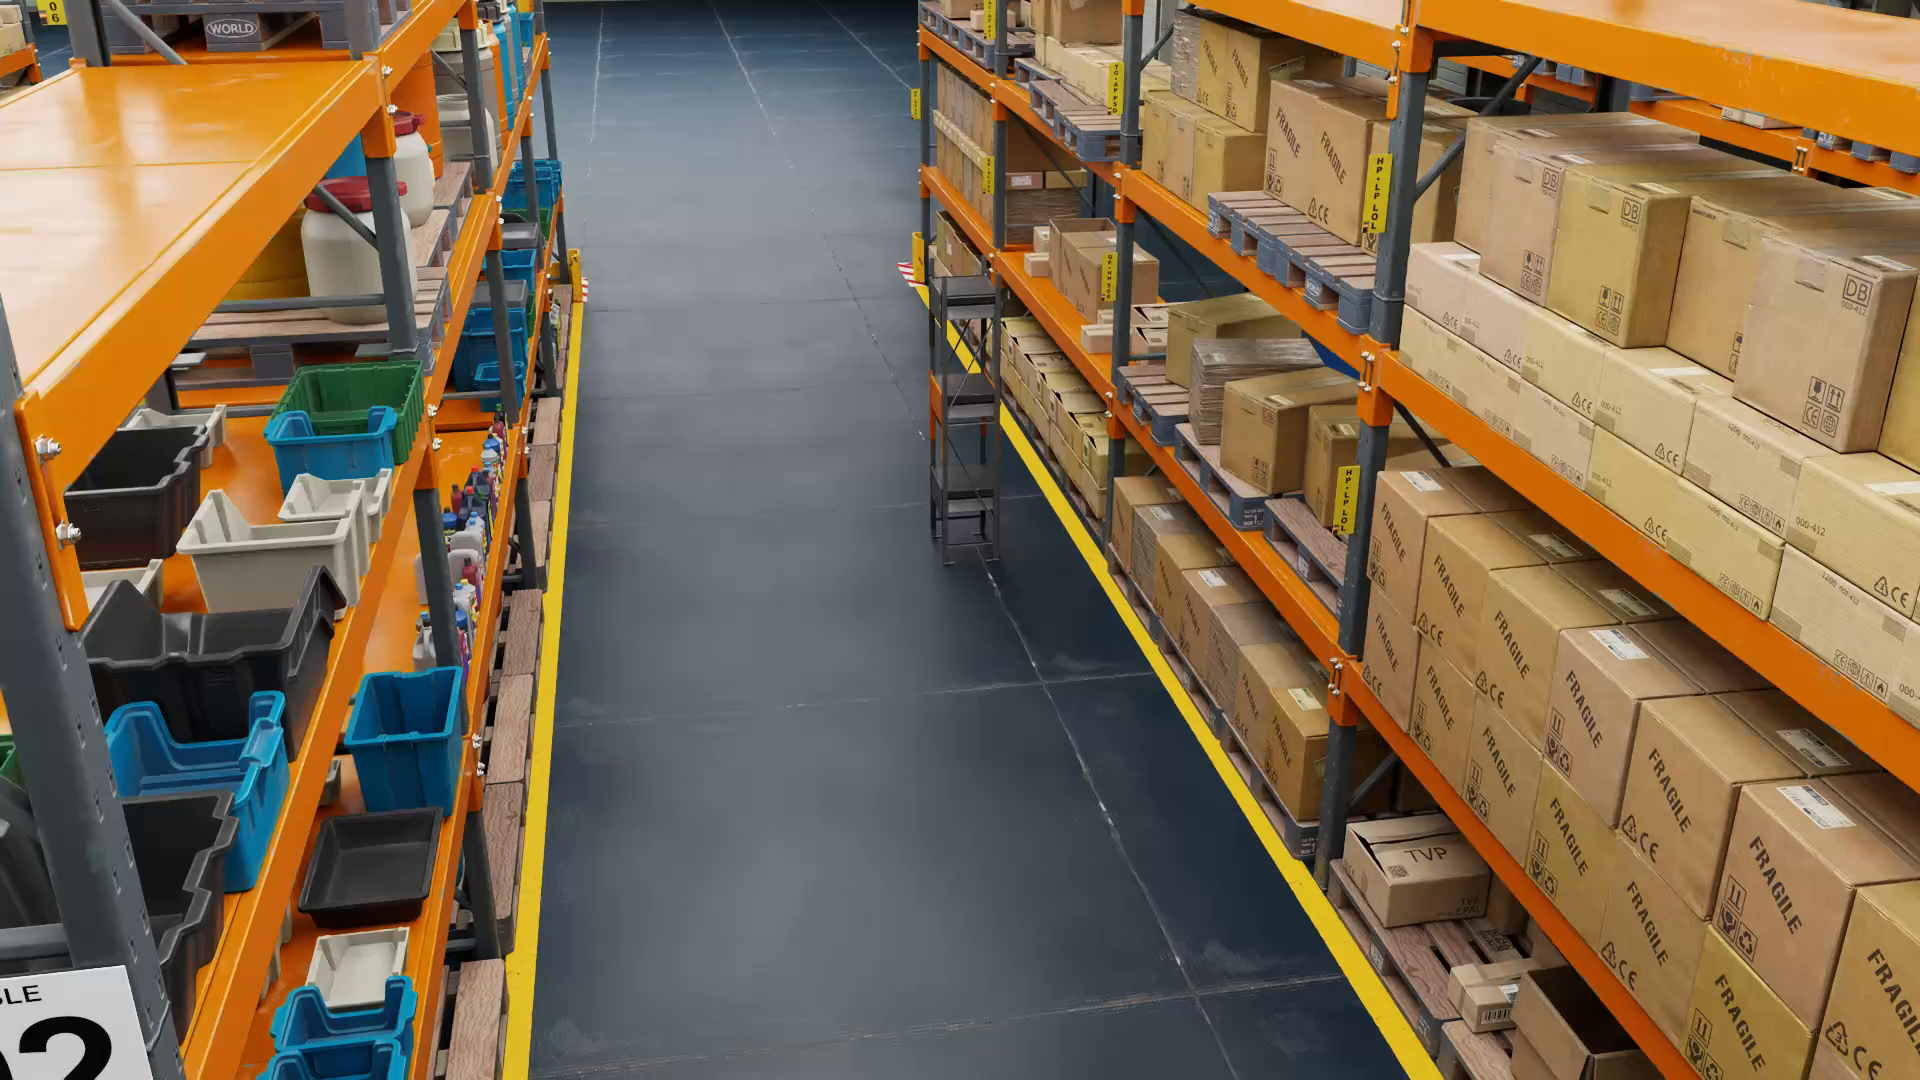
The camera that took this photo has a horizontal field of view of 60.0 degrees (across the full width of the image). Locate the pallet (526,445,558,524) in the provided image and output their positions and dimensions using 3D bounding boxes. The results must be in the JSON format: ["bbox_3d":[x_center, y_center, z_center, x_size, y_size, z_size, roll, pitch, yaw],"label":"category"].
[{"bbox_3d":[-3.658,-0.405,12.914,1.003,0.211,1.213,-4,24,-10],"label":"pallet"}]

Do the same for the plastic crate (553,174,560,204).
[{"bbox_3d":[-4.309,-3.545,16.804,0.499,0.251,0.408,-4,24,-10],"label":"plastic crate"}]

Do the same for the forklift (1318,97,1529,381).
[{"bbox_3d":[4.038,-1.759,12.615,1.130,2.935,3.031,-10,25,-22],"label":"forklift"}]

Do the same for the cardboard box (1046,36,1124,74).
[{"bbox_3d":[1.007,-3.875,13.288,0.500,0.250,0.500,-7,24,-15],"label":"cardboard box"}]

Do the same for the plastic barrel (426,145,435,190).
[{"bbox_3d":[-2.988,-1.989,8.958,0.301,0.262,0.301,0,24,0],"label":"plastic barrel"}]

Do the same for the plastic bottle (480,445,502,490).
[{"bbox_3d":[-2.718,-0.419,9.623,0.097,0.271,0.097,0,24,0],"label":"plastic bottle"}]

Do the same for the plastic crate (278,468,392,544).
[{"bbox_3d":[-1.982,-0.105,5.324,0.293,0.136,0.466,-4,24,-10],"label":"plastic crate"}]

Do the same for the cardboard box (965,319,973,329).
[{"bbox_3d":[0.308,-2.327,16.740,0.500,0.250,0.500,-4,24,-10],"label":"cardboard box"}]

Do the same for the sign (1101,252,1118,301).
[{"bbox_3d":[0.993,-1.750,11.062,0.100,0.325,0.005,-4,24,-10],"label":"sign"}]

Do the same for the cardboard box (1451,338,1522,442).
[{"bbox_3d":[2.213,-0.588,6.288,0.500,0.250,0.500,-4,24,-10],"label":"cardboard box"}]

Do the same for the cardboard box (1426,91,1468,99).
[{"bbox_3d":[5.306,-4.692,18.471,0.500,0.500,0.500,-4,24,-9],"label":"cardboard box"}]

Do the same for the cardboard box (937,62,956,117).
[{"bbox_3d":[0.142,-4.843,17.846,0.700,0.500,0.500,-4,24,-10],"label":"cardboard box"}]

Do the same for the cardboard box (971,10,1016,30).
[{"bbox_3d":[0.307,-4.805,15.371,0.380,0.149,0.250,-4,24,-10],"label":"cardboard box"}]

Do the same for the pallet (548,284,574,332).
[{"bbox_3d":[-4.604,-2.419,17.525,1.003,0.211,1.213,-4,24,-10],"label":"pallet"}]

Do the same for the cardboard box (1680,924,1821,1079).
[{"bbox_3d":[2.568,1.479,4.990,0.500,0.500,0.500,-4,24,-9],"label":"cardboard box"}]

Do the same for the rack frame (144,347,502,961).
[{"bbox_3d":[-2.591,0.677,6.953,1.000,3.000,0.127,-4,24,-10],"label":"rack frame"}]

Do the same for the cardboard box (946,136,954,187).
[{"bbox_3d":[0.234,-4.063,17.681,0.700,0.500,0.500,-4,24,-8],"label":"cardboard box"}]

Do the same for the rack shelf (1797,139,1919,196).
[{"bbox_3d":[6.776,-1.888,9.976,1.077,0.370,4.000,-4,24,-10],"label":"rack shelf"}]

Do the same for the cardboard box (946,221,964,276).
[{"bbox_3d":[0.139,-3.065,17.493,0.500,0.500,0.500,-4,24,-10],"label":"cardboard box"}]

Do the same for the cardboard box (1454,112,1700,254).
[{"bbox_3d":[2.405,-1.379,6.537,0.700,0.500,0.500,-4,24,-10],"label":"cardboard box"}]

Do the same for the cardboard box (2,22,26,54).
[{"bbox_3d":[-9.338,-4.812,15.959,0.500,0.250,0.500,-4,24,-9],"label":"cardboard box"}]

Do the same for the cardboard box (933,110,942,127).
[{"bbox_3d":[-0.080,-4.581,18.056,0.380,0.149,0.250,-4,24,-10],"label":"cardboard box"}]

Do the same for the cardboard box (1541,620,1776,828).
[{"bbox_3d":[2.375,0.622,5.704,0.500,0.500,0.500,-4,24,-8],"label":"cardboard box"}]

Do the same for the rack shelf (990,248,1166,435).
[{"bbox_3d":[1.168,-1.719,13.336,1.077,0.370,4.000,-4,24,-10],"label":"rack shelf"}]

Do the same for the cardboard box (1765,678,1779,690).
[{"bbox_3d":[2.908,0.585,5.789,0.500,0.500,0.500,-5,24,-10],"label":"cardboard box"}]

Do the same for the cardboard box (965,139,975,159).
[{"bbox_3d":[0.252,-3.873,16.435,0.380,0.149,0.250,-4,24,-8],"label":"cardboard box"}]

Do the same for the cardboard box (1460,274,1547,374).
[{"bbox_3d":[2.218,-0.817,6.188,0.500,0.250,0.500,-4,24,-10],"label":"cardboard box"}]

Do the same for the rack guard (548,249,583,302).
[{"bbox_3d":[-4.749,-2.871,18.200,1.175,0.500,0.348,-4,24,-10],"label":"rack guard"}]

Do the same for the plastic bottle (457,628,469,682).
[{"bbox_3d":[-2.264,0.502,7.499,0.061,0.283,0.133,-4,24,-10],"label":"plastic bottle"}]

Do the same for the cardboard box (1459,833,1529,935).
[{"bbox_3d":[2.662,1.459,7.736,0.500,0.500,0.500,-4,24,-10],"label":"cardboard box"}]

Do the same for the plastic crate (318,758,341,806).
[{"bbox_3d":[-2.645,0.964,6.550,0.396,0.136,0.243,-4,24,-10],"label":"plastic crate"}]

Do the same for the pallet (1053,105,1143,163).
[{"bbox_3d":[1.325,-2.810,11.425,1.213,0.211,1.003,-3,24,-7],"label":"pallet"}]

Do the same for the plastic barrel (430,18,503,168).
[{"bbox_3d":[-3.269,-2.840,10.631,0.600,0.901,0.600,0,24,0],"label":"plastic barrel"}]

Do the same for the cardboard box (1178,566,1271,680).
[{"bbox_3d":[1.633,0.490,9.953,0.500,0.500,0.500,-5,24,-12],"label":"cardboard box"}]

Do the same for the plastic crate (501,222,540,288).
[{"bbox_3d":[-3.680,-2.331,13.761,0.402,0.464,0.583,-4,24,-10],"label":"plastic crate"}]

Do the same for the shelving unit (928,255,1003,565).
[{"bbox_3d":[0.031,-0.897,11.681,0.431,2.100,0.503,-4,24,-10],"label":"shelving unit"}]

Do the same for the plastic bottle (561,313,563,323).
[{"bbox_3d":[-4.039,-2.273,16.652,0.097,0.201,0.097,0,24,0],"label":"plastic bottle"}]

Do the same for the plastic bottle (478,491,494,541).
[{"bbox_3d":[-2.566,-0.141,8.971,0.061,0.283,0.133,-4,24,-10],"label":"plastic bottle"}]

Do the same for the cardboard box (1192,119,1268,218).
[{"bbox_3d":[1.842,-2.108,9.456,0.910,0.500,0.500,-4,24,-10],"label":"cardboard box"}]

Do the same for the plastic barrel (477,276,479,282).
[{"bbox_3d":[-4.296,-2.525,13.658,0.600,0.901,0.708,-4,24,-10],"label":"plastic barrel"}]

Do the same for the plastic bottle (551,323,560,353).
[{"bbox_3d":[-3.836,-1.917,15.736,0.061,0.283,0.133,-3,24,-7],"label":"plastic bottle"}]

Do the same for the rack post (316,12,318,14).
[{"bbox_3d":[-3.090,-2.630,7.653,0.937,0.300,0.954,-2,24,-4],"label":"rack post"}]

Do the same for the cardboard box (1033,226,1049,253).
[{"bbox_3d":[0.933,-2.576,14.588,0.500,0.250,0.500,-3,24,-6],"label":"cardboard box"}]

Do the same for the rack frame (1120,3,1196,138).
[{"bbox_3d":[1.538,-4.011,10.190,1.000,3.000,0.127,-4,24,-10],"label":"rack frame"}]

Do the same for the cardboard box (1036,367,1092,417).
[{"bbox_3d":[0.916,-1.239,13.549,0.500,0.311,0.500,-4,24,-8],"label":"cardboard box"}]

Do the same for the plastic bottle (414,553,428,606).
[{"bbox_3d":[-2.623,0.170,8.267,0.152,0.276,0.135,-4,24,-10],"label":"plastic bottle"}]

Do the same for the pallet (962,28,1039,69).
[{"bbox_3d":[0.615,-4.503,15.175,1.003,0.211,1.213,-4,24,-10],"label":"pallet"}]

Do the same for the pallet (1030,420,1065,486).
[{"bbox_3d":[1.202,-0.789,13.794,1.003,0.211,1.213,-4,24,-10],"label":"pallet"}]

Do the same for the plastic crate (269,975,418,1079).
[{"bbox_3d":[-1.872,1.542,5.106,0.416,0.233,0.300,-4,24,-10],"label":"plastic crate"}]

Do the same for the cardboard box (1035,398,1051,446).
[{"bbox_3d":[0.915,-0.986,13.670,0.500,0.250,0.500,-4,24,-9],"label":"cardboard box"}]

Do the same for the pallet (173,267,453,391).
[{"bbox_3d":[-2.832,-0.912,7.080,1.213,0.211,1.003,-4,24,-10],"label":"pallet"}]

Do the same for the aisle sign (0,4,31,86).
[{"bbox_3d":[-9.394,-4.915,16.507,0.394,0.787,0.004,-4,24,-10],"label":"aisle sign"}]

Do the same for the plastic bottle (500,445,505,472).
[{"bbox_3d":[-2.772,-0.502,9.900,0.097,0.201,0.097,0,24,0],"label":"plastic bottle"}]

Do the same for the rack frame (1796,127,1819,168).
[{"bbox_3d":[6.406,-1.630,12.234,1.000,3.000,0.127,-4,24,-10],"label":"rack frame"}]

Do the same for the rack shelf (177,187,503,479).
[{"bbox_3d":[-2.961,-1.155,8.298,1.077,0.370,4.000,-4,24,-10],"label":"rack shelf"}]
